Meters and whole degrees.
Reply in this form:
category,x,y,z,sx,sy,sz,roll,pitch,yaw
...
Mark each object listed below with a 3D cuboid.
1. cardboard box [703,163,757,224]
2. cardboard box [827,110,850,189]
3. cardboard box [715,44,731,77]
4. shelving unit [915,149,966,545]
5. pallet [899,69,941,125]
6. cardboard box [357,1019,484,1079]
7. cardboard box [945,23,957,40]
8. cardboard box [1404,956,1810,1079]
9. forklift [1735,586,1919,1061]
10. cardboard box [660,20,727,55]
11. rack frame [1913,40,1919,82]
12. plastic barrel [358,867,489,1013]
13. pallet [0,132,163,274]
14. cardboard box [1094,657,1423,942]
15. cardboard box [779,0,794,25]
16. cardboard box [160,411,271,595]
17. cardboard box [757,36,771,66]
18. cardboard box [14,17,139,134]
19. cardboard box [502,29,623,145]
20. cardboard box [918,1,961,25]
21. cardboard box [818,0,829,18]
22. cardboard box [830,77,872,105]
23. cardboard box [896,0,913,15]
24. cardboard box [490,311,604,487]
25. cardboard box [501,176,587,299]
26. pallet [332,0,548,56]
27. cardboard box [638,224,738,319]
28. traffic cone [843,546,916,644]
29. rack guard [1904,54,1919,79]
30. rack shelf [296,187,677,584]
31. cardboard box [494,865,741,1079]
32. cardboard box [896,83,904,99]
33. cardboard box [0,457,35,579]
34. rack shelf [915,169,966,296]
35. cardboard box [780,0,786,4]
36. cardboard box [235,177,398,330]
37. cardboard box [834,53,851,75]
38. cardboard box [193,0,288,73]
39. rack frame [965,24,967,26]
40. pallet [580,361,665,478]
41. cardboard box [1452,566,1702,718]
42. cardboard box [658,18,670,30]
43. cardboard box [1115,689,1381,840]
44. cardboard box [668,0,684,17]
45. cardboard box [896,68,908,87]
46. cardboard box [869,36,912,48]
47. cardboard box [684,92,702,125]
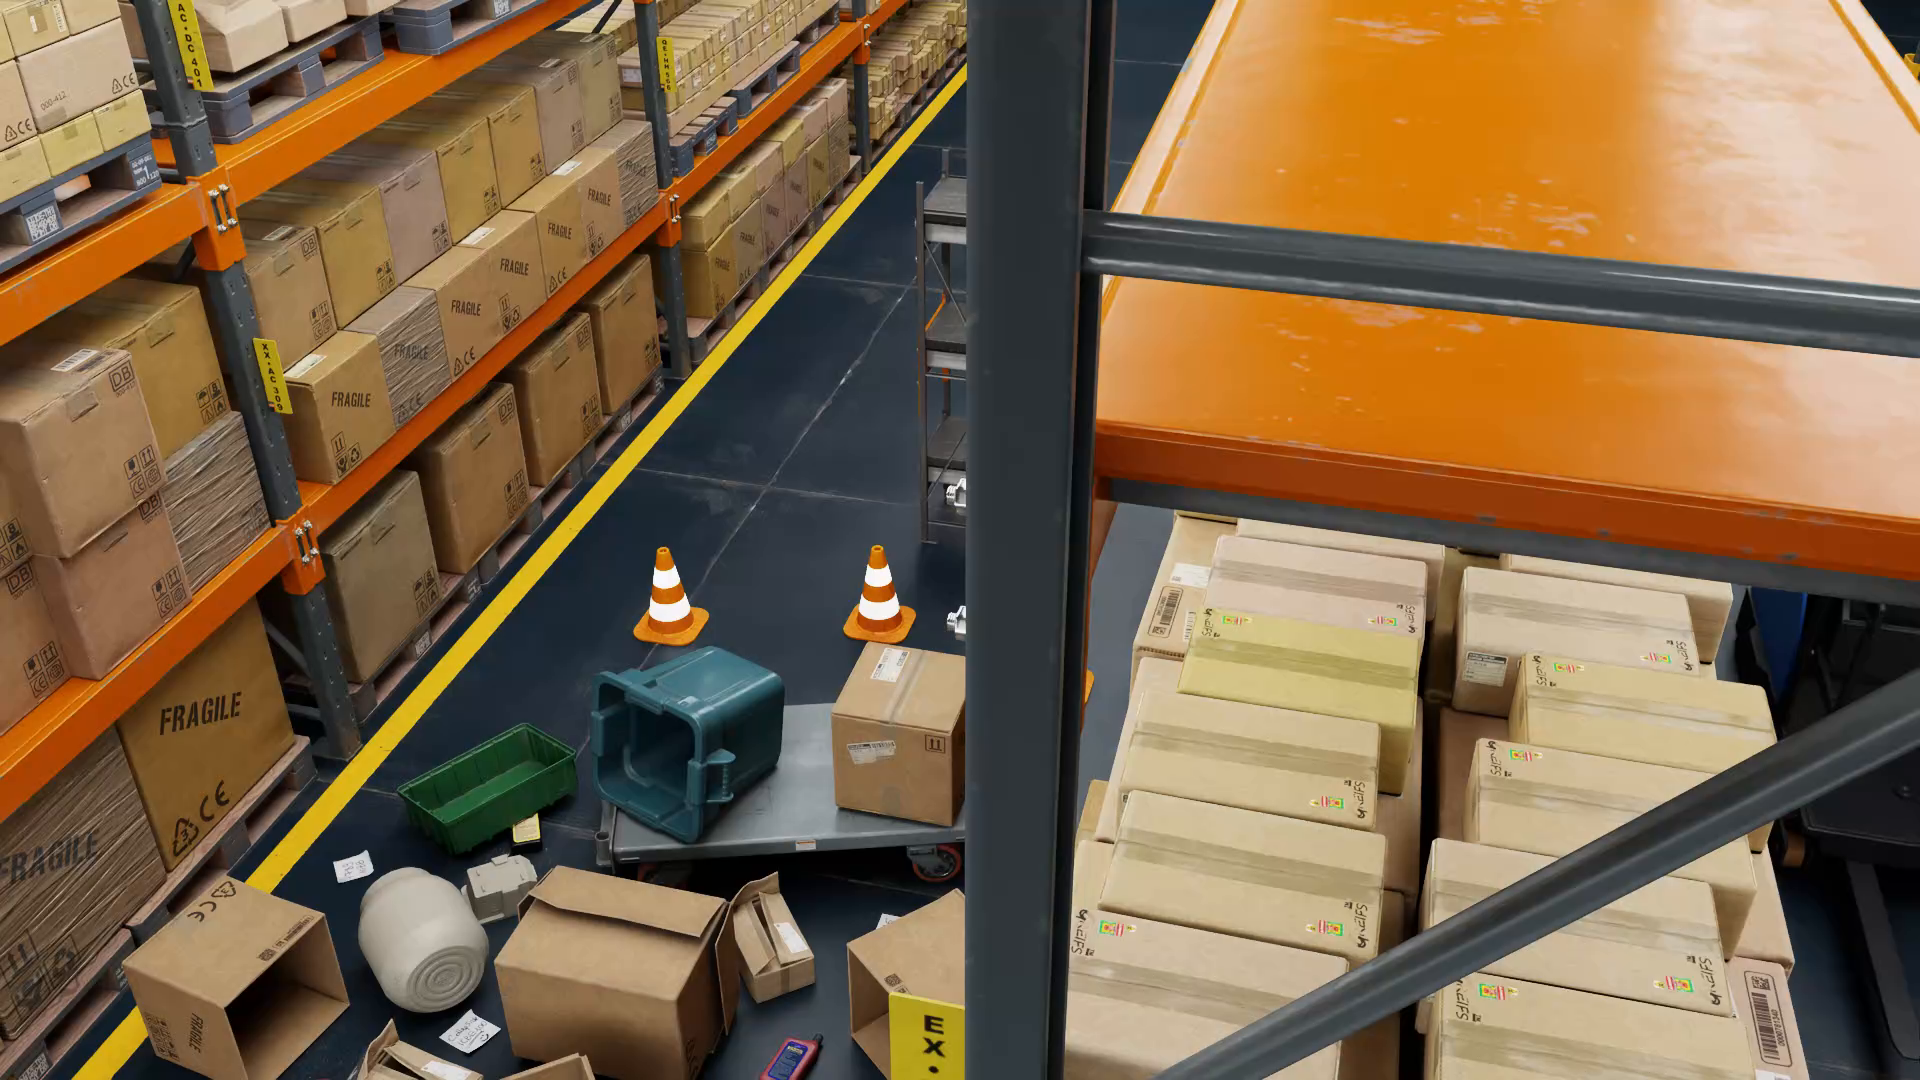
category,x,y,z,sx,sy,sz,roll,pitch,yaw
cardboard box,-1.743,-2.435,11.593,0.500,0.250,0.500,8,33,12
cardboard box,-1.210,-3.188,13.477,0.500,0.500,0.500,7,33,11
cardboard box,-1.769,-3.239,11.184,0.380,0.149,0.250,8,33,13
shelving unit,0.042,-0.972,8.892,0.431,2.100,0.503,8,33,12
pallet,-0.822,-4.295,15.880,1.003,0.211,1.213,8,33,12
cardboard box,-1.951,1.964,5.982,0.396,0.266,0.258,14,35,21
cardboard box,-0.239,-5.076,16.498,0.380,0.149,0.250,7,33,10
cardboard box,0.888,0.812,2.313,0.500,0.250,0.500,7,33,12
forklift,4.102,0.071,6.476,1.130,2.935,3.031,8,33,13
cardboard box,-1.776,-3.348,11.078,0.380,0.149,0.250,7,33,10
rack frame,9.365,-5.264,14.804,1.000,3.000,0.127,8,33,12
plastic barrel,-2.100,1.553,6.483,0.421,0.421,0.512,-21,38,-29
pallet,-3.514,-1.138,5.600,1.003,0.211,1.213,8,33,12
cardboard box,0.514,0.476,2.842,0.500,0.250,0.500,8,33,12
cardboard box,-1.439,-3.904,12.231,0.380,0.149,0.250,6,33,10
cardboard box,-3.378,-0.202,6.703,0.875,0.550,0.550,8,33,12
cardboard box,-1.570,-3.507,11.883,0.380,0.149,0.250,7,33,11
cardboard box,-3.172,-1.589,5.606,0.500,0.250,0.500,8,33,12
cardboard box,-2.404,-2.640,9.652,0.700,0.500,0.500,8,33,12
cardboard box,-0.202,-5.201,16.417,0.380,0.149,0.250,7,33,11
cardboard box,-1.240,-4.187,12.953,0.380,0.149,0.250,8,33,13
cardboard box,-0.978,-3.859,14.306,0.380,0.149,0.250,9,34,14
cardboard box,-0.666,-5.399,16.729,0.380,0.149,0.250,9,33,13
cardboard box,-2.741,-0.878,9.610,1.050,0.750,0.750,9,33,13
cardboard box,-2.390,-1.662,9.045,0.500,0.500,0.500,7,33,12
pallet,-2.674,-2.672,8.107,1.003,0.211,1.213,10,34,15
cardboard box,-1.855,-1.863,11.392,0.500,0.500,0.500,7,33,10
traffic cone,-0.415,0.239,8.512,0.336,0.463,0.334,8,33,12
rack guard,9.346,-4.170,15.413,1.175,0.500,0.348,8,33,12
rack shelf,-2.788,-1.067,8.872,1.077,0.370,4.000,8,33,12
cardboard box,-1.271,1.619,6.178,0.797,0.637,0.503,8,33,12
cardboard box,-0.732,-4.160,15.334,0.380,0.149,0.250,7,33,10
cardboard box,-3.720,-0.102,5.538,0.875,0.550,0.550,8,33,12
rack shelf,0.042,-1.551,8.523,0.431,0.518,0.480,8,33,12
cardboard box,-1.446,-4.034,12.158,0.380,0.149,0.250,7,33,11
cardboard box,-3.047,-1.322,7.578,0.700,0.500,0.500,7,33,12
cardboard box,-1.203,-4.321,15.032,0.380,0.149,0.250,9,34,14
cardboard box,-2.901,-2.040,6.578,0.258,0.266,0.396,7,33,12
rack frame,-0.251,-6.559,16.842,1.000,3.000,0.127,8,33,12
pallet,-2.554,-0.832,10.432,1.003,0.211,1.213,8,33,12
cardboard box,1.068,0.196,2.910,0.380,0.149,0.250,8,33,12
cardboard box,-2.271,-3.593,11.741,0.380,0.149,0.250,9,34,14
cardboard box,0.453,0.389,2.606,0.380,0.149,0.250,8,33,12
cardboard box,-2.203,-3.853,11.872,0.380,0.149,0.250,9,34,14
cardboard box,-0.696,-4.282,15.248,0.380,0.149,0.250,10,34,15
cardboard box,-0.657,-4.544,15.383,0.380,0.149,0.250,7,33,10
cardboard box,-1.904,-2.823,10.807,0.380,0.149,0.250,10,34,15
